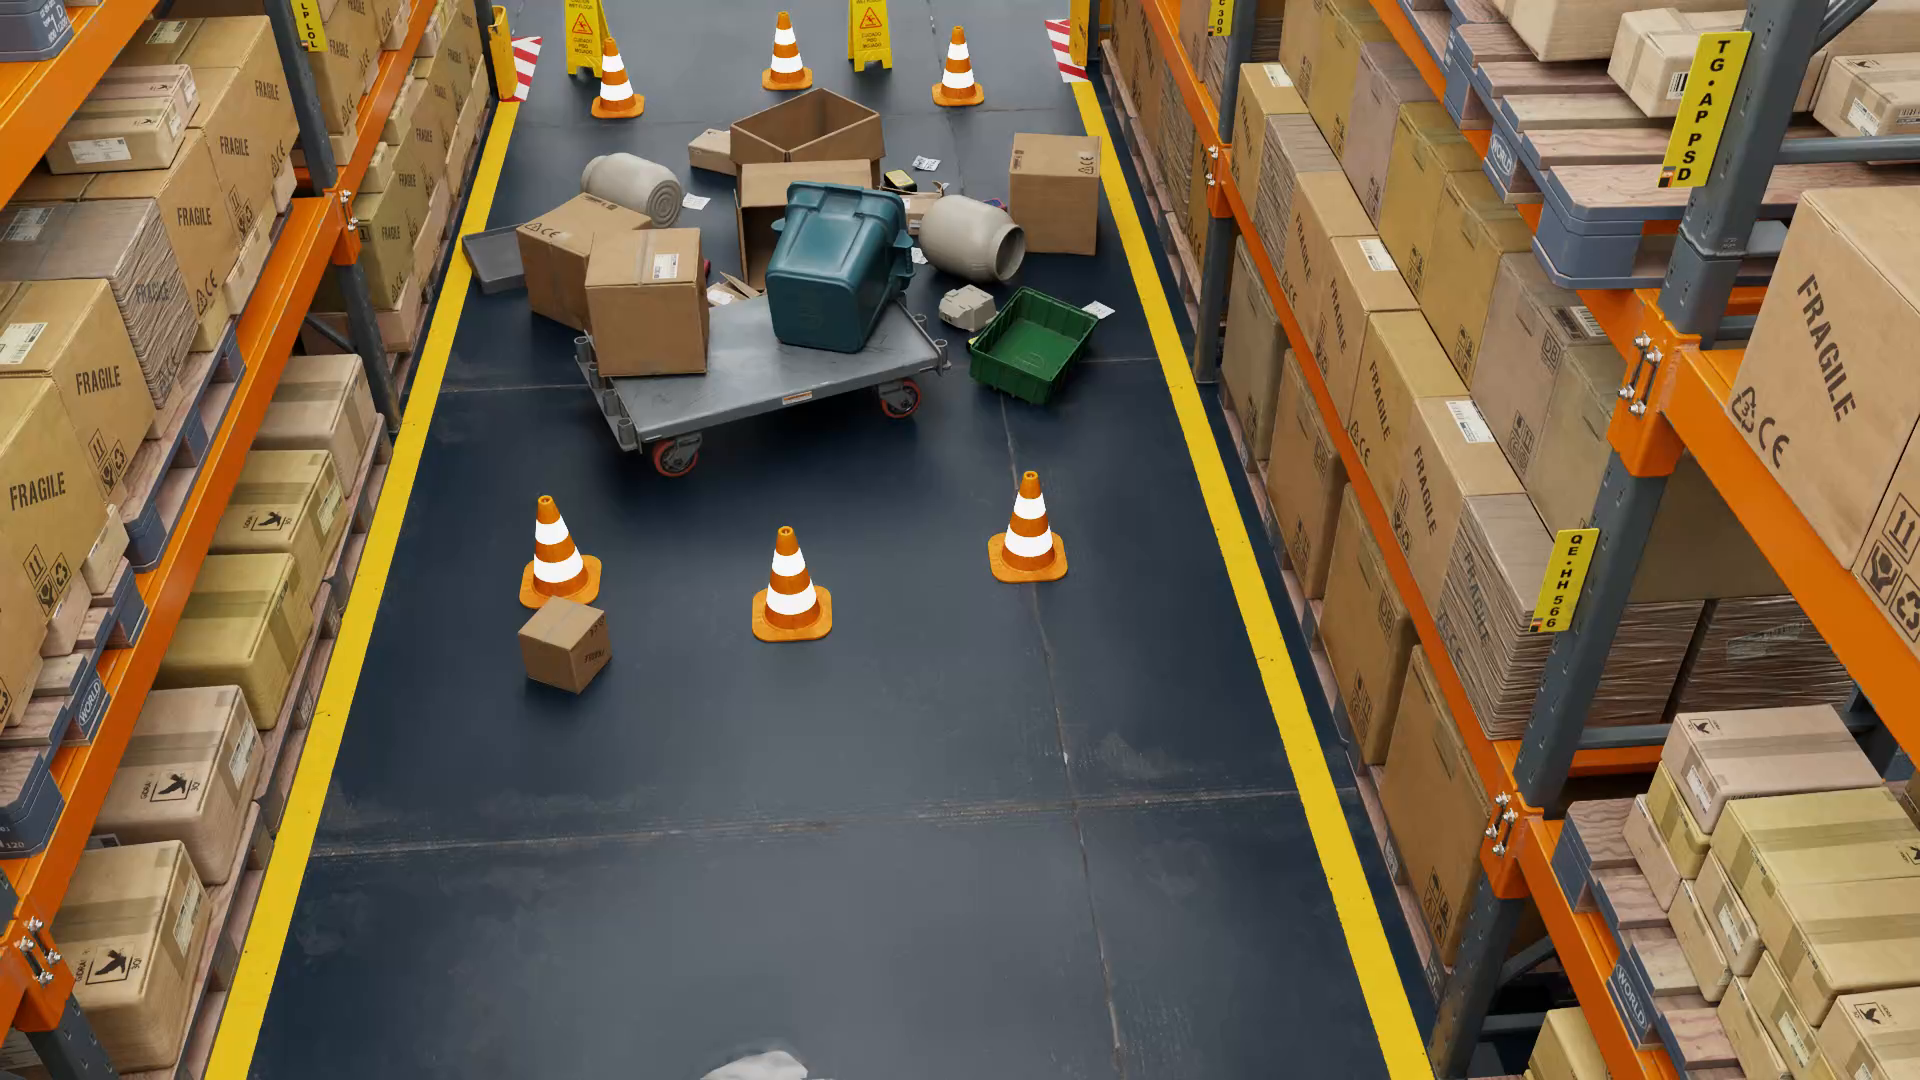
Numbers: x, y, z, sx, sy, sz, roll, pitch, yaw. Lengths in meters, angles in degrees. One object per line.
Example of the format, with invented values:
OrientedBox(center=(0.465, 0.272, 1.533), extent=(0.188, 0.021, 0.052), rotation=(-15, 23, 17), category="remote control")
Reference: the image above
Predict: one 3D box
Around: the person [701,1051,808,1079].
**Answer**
OrientedBox(center=(-0.402, 1.820, 3.895), extent=(0.454, 1.710, 0.435), rotation=(-7, 40, -8), category="person")
